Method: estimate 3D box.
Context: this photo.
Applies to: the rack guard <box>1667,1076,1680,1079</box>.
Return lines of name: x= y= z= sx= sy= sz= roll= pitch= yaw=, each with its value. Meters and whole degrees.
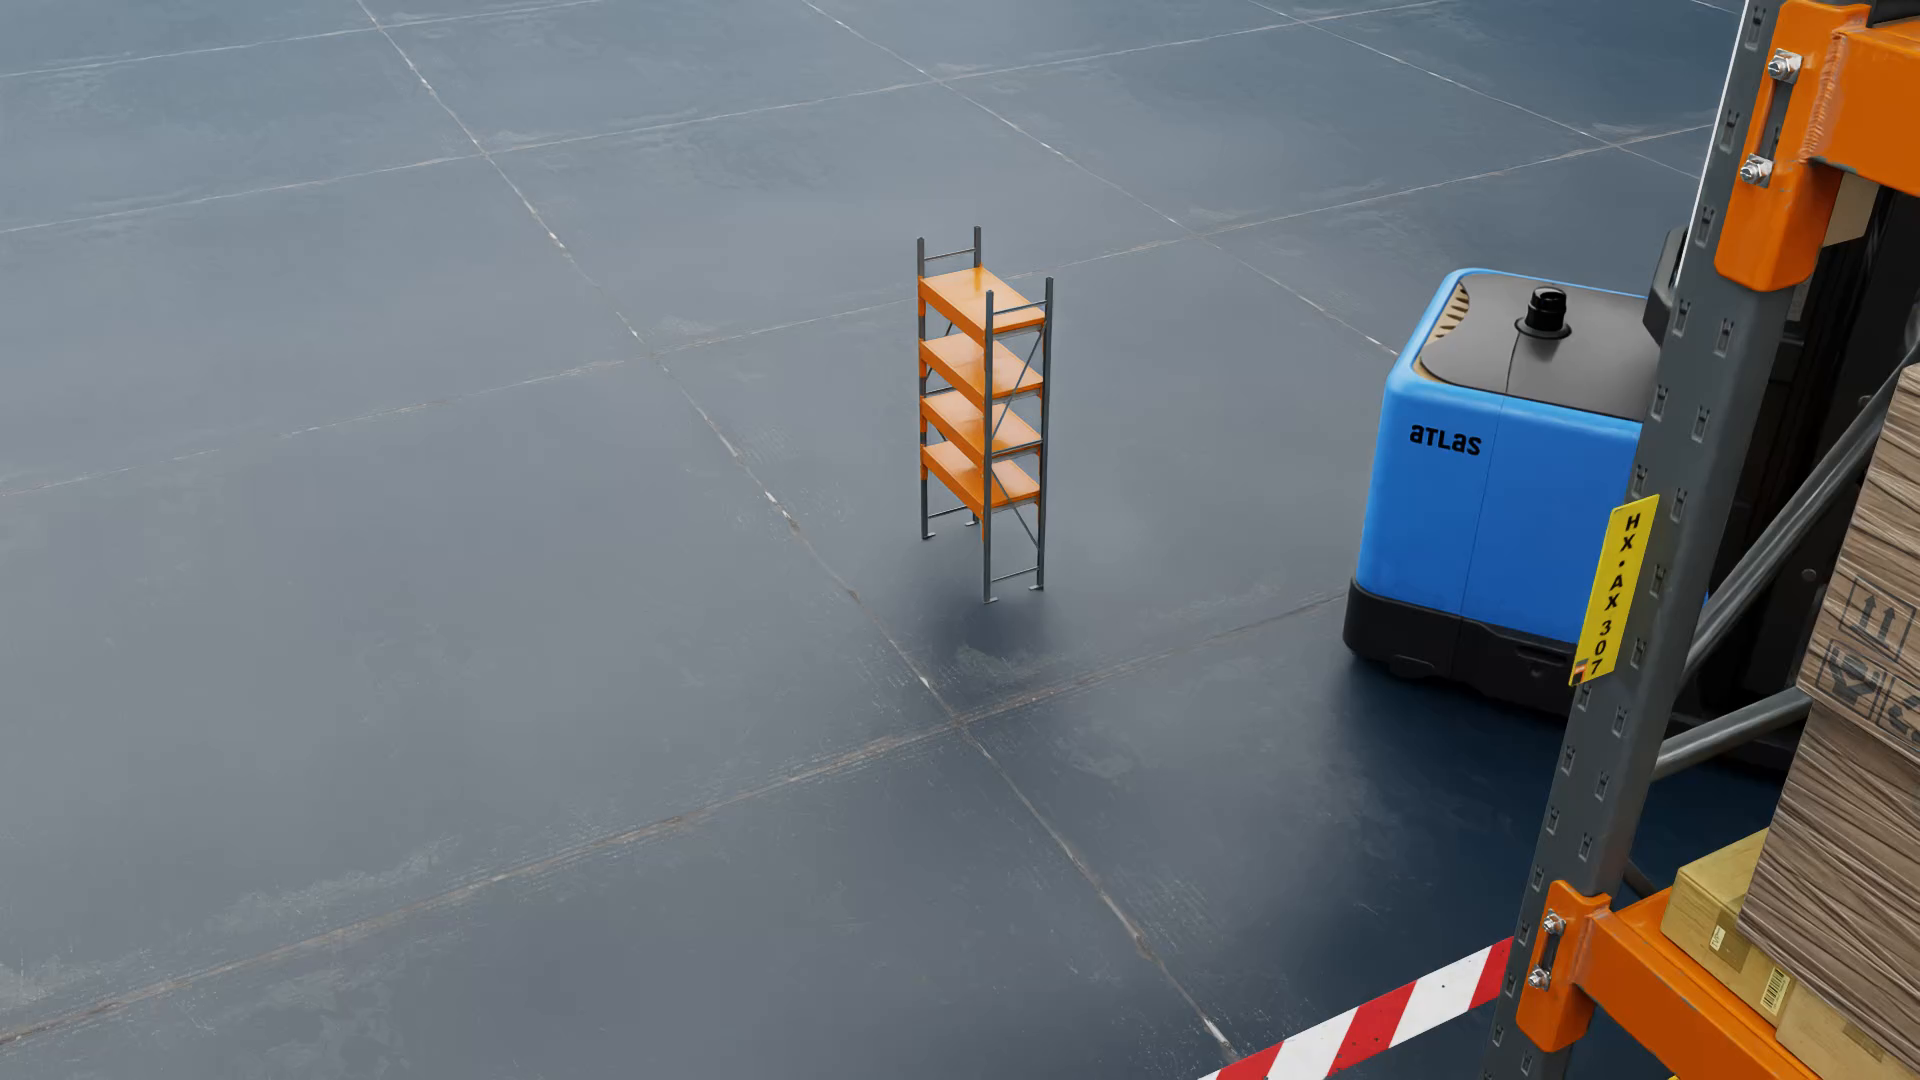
rack guard: x=1.516 y=1.397 z=3.606 sx=1.175 sy=0.500 sz=0.348 roll=-16 pitch=36 yaw=-23

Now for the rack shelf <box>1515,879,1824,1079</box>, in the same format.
rack shelf: x=2.413 y=1.566 z=1.692 sx=1.077 sy=0.370 sz=4.000 roll=-16 pitch=36 yaw=-23

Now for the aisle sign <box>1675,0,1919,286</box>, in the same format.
aisle sign: x=1.186 y=-0.740 z=2.215 sx=0.394 sy=0.787 sz=0.004 roll=-16 pitch=36 yaw=-23

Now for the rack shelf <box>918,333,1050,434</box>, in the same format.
rack shelf: x=0.077 y=-0.558 z=5.719 sx=0.258 sy=0.148 sz=0.480 roll=-16 pitch=36 yaw=-23

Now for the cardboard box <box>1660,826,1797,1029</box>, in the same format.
cardboard box: x=1.402 y=0.610 z=2.750 sx=0.380 sy=0.149 sz=0.250 roll=-16 pitch=36 yaw=-23

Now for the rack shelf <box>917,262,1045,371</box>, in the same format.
rack shelf: x=0.077 y=-0.757 z=5.591 sx=0.258 sy=0.148 sz=0.480 roll=-16 pitch=36 yaw=-23

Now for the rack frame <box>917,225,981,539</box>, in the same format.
rack frame: x=-0.037 y=-0.543 z=5.985 sx=0.240 sy=1.200 sz=0.015 roll=-16 pitch=36 yaw=-23

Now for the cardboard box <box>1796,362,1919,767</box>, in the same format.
cardboard box: x=1.495 y=0.051 z=2.094 sx=0.500 sy=0.500 sz=0.500 roll=-16 pitch=36 yaw=-23

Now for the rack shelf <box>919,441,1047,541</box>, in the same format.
rack shelf: x=0.077 y=-0.202 z=5.946 sx=0.258 sy=0.148 sz=0.480 roll=-16 pitch=36 yaw=-23

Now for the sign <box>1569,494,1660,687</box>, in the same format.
sign: x=1.000 y=0.080 z=2.541 sx=0.100 sy=0.325 sz=0.005 roll=-16 pitch=36 yaw=-23

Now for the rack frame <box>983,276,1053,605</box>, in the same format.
rack frame: x=0.191 y=-0.310 z=5.621 sx=0.240 sy=1.200 sz=0.015 roll=-16 pitch=36 yaw=-23

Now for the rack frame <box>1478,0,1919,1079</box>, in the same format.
rack frame: x=1.477 y=0.309 z=2.987 sx=0.949 sy=2.616 sz=0.053 roll=-16 pitch=36 yaw=-23

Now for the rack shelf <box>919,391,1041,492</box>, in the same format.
rack shelf: x=0.077 y=-0.370 z=5.839 sx=0.258 sy=0.148 sz=0.480 roll=-16 pitch=36 yaw=-23

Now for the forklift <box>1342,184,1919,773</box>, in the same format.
forklift: x=2.845 y=-0.711 z=4.642 sx=3.031 sy=2.935 sz=1.130 roll=15 pitch=35 yaw=21

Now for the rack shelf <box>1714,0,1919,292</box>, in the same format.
rack shelf: x=2.413 y=0.303 z=0.883 sx=1.077 sy=0.370 sz=4.000 roll=-16 pitch=36 yaw=-23

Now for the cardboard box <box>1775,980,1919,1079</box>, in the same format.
cardboard box: x=1.502 y=0.734 z=2.556 sx=0.380 sy=0.149 sz=0.250 roll=-16 pitch=36 yaw=-23

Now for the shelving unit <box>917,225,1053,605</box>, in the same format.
shelving unit: x=0.077 y=-0.426 z=5.803 sx=0.258 sy=1.200 sz=0.503 roll=-16 pitch=36 yaw=-23

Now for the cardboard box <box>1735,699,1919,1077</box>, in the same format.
cardboard box: x=1.712 y=0.410 z=2.460 sx=0.875 sy=0.500 sz=0.500 roll=-16 pitch=36 yaw=-23
